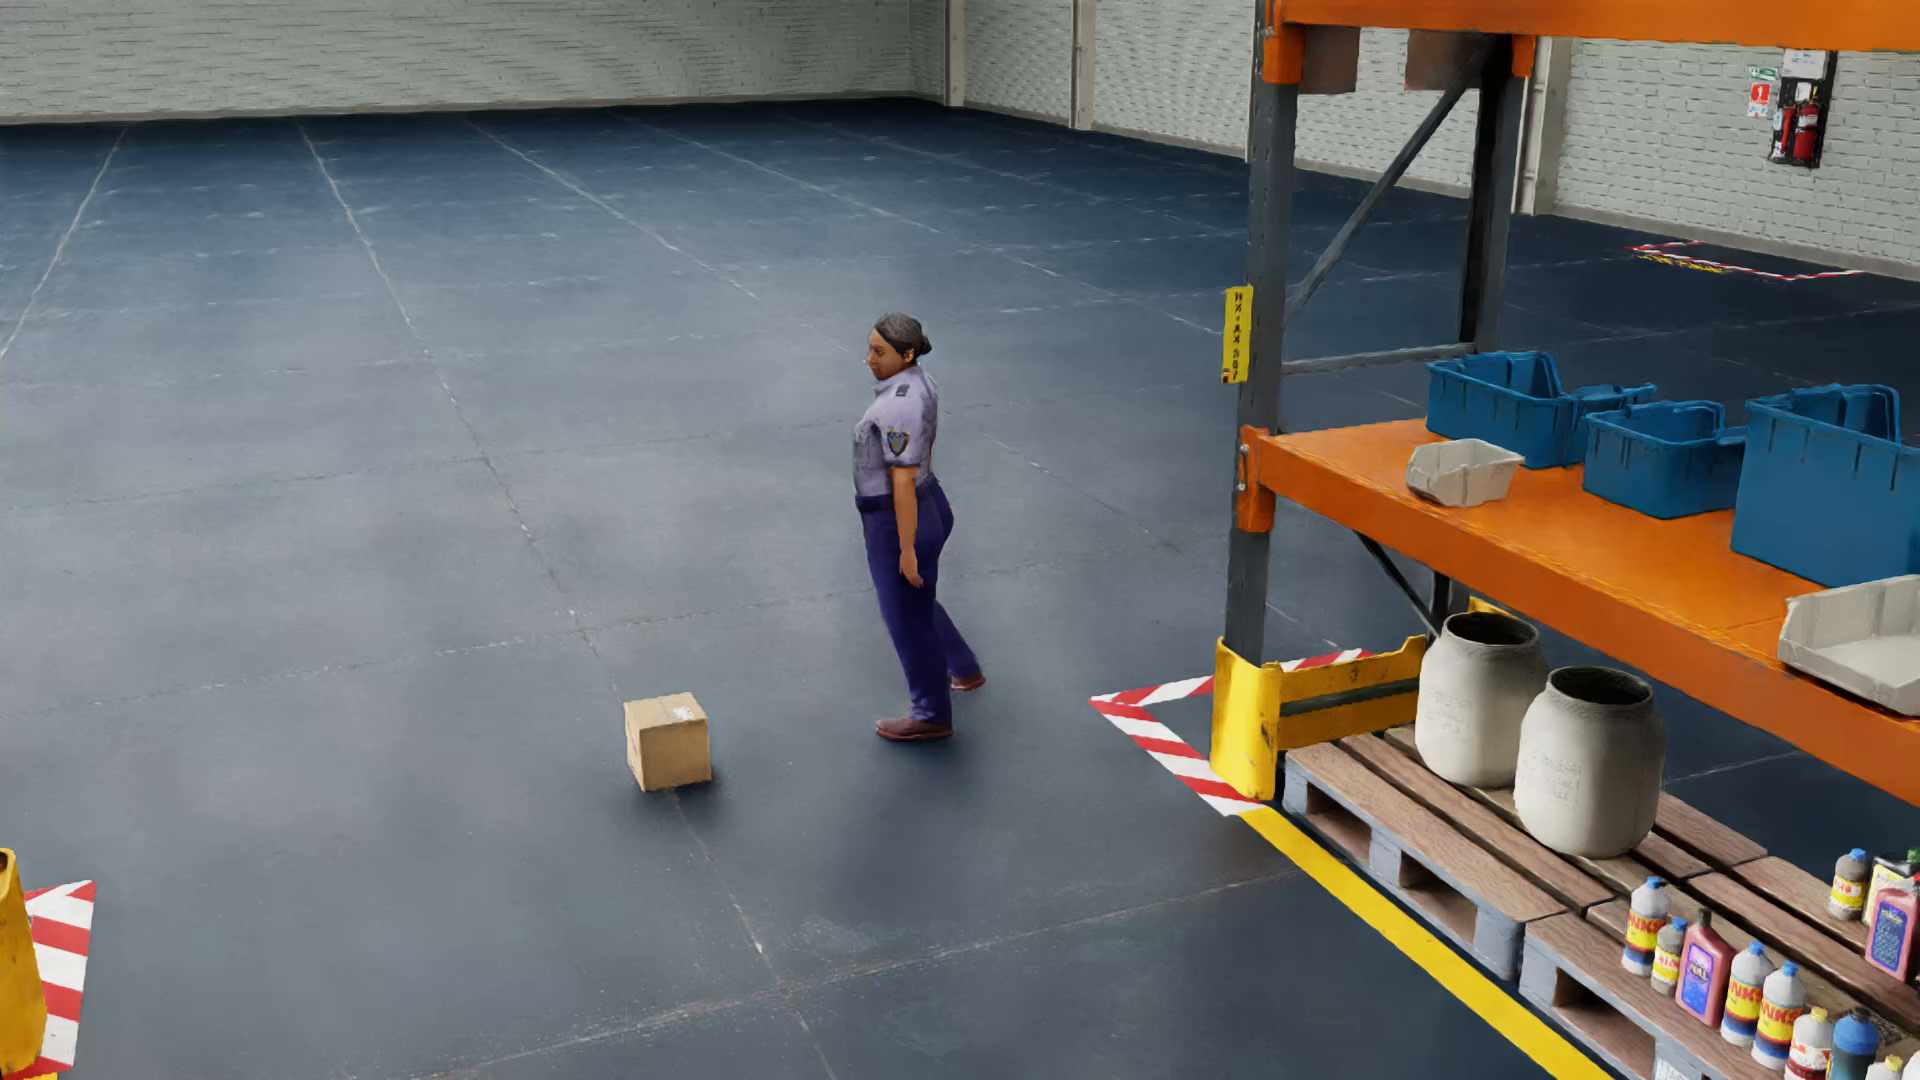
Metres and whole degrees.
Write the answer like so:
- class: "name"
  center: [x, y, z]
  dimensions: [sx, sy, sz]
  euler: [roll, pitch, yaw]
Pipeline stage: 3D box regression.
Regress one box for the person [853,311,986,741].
- class: "person"
  center: [-0.146, -0.061, 6.214]
  dimensions: [0.458, 1.642, 0.665]
  euler: [4, 19, 11]
